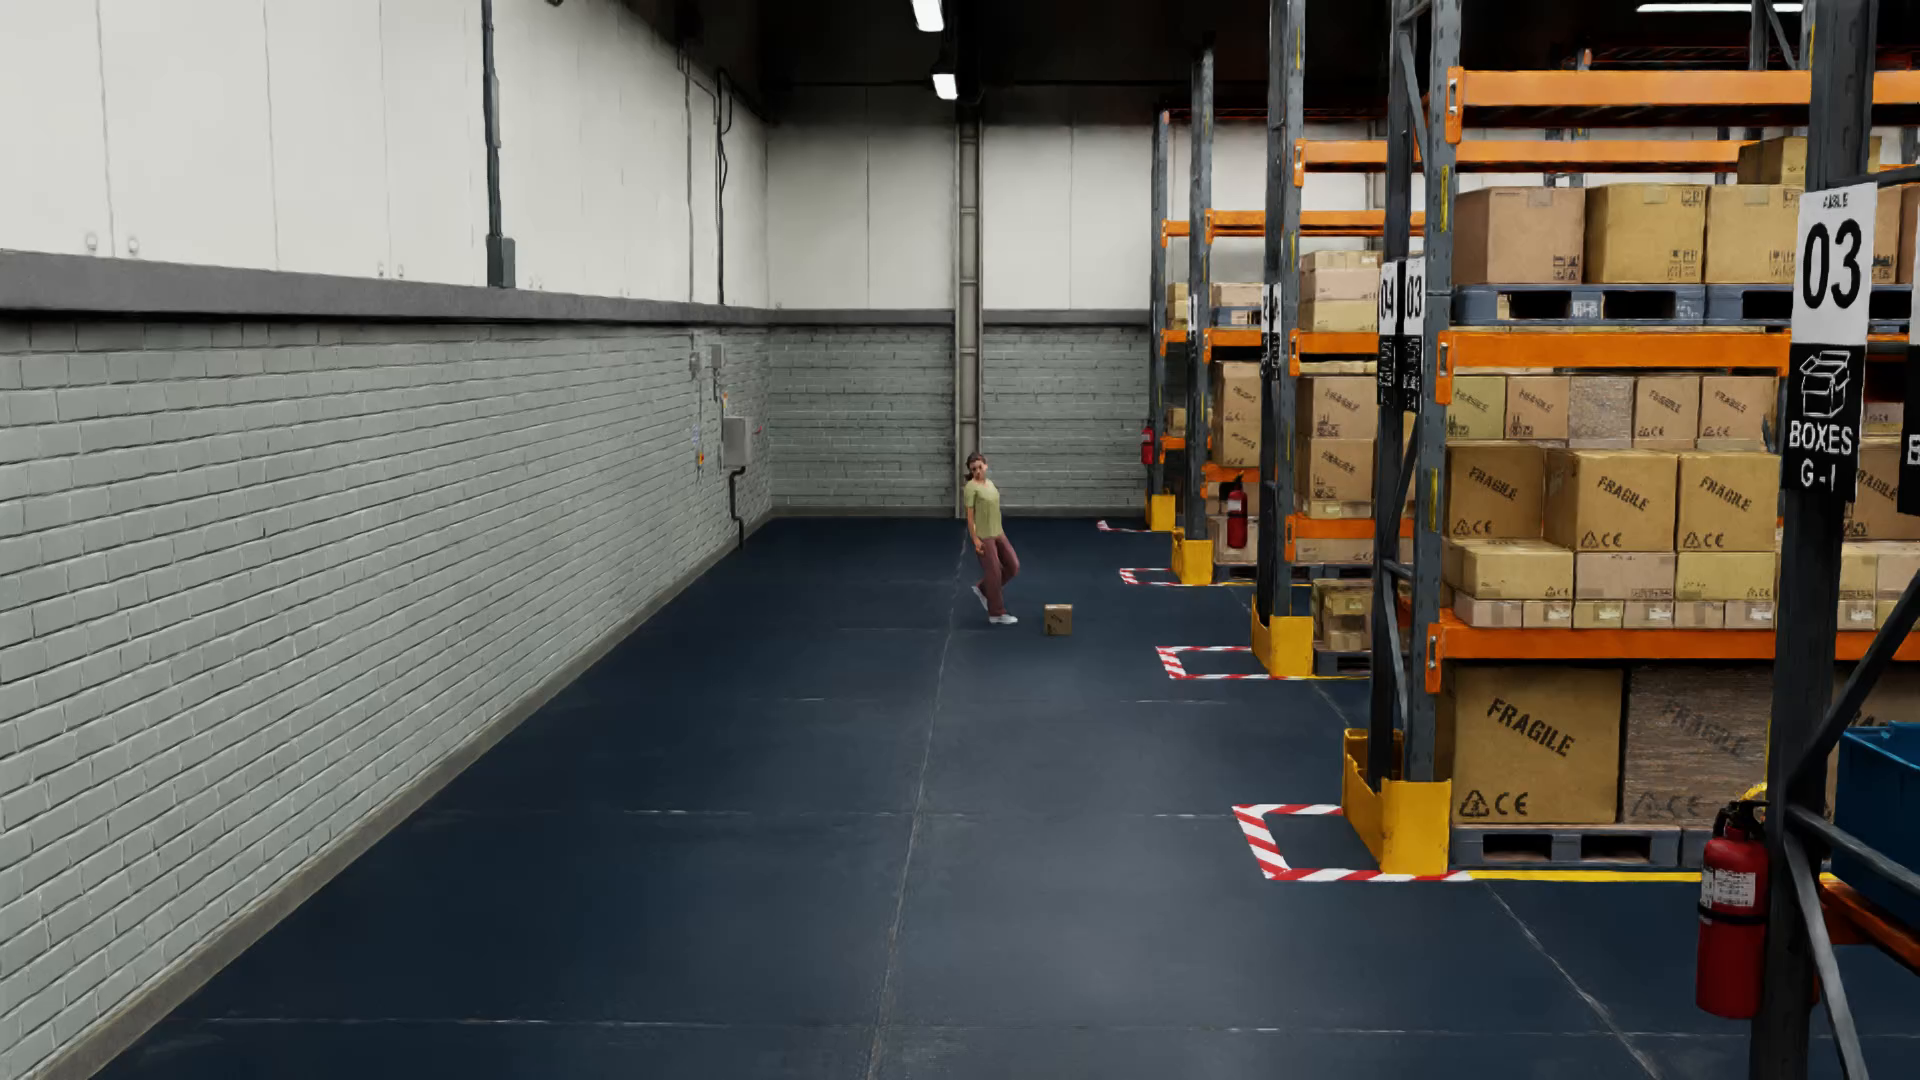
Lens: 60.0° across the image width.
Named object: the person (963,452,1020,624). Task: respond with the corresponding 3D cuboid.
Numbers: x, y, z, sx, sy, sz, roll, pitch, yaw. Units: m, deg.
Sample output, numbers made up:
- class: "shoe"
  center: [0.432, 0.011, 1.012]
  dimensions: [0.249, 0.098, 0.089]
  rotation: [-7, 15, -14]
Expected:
- class: "person"
  center: [0.273, -0.020, 16.009]
  dimensions: [0.555, 1.651, 0.497]
  rotation: [5, 9, 35]
